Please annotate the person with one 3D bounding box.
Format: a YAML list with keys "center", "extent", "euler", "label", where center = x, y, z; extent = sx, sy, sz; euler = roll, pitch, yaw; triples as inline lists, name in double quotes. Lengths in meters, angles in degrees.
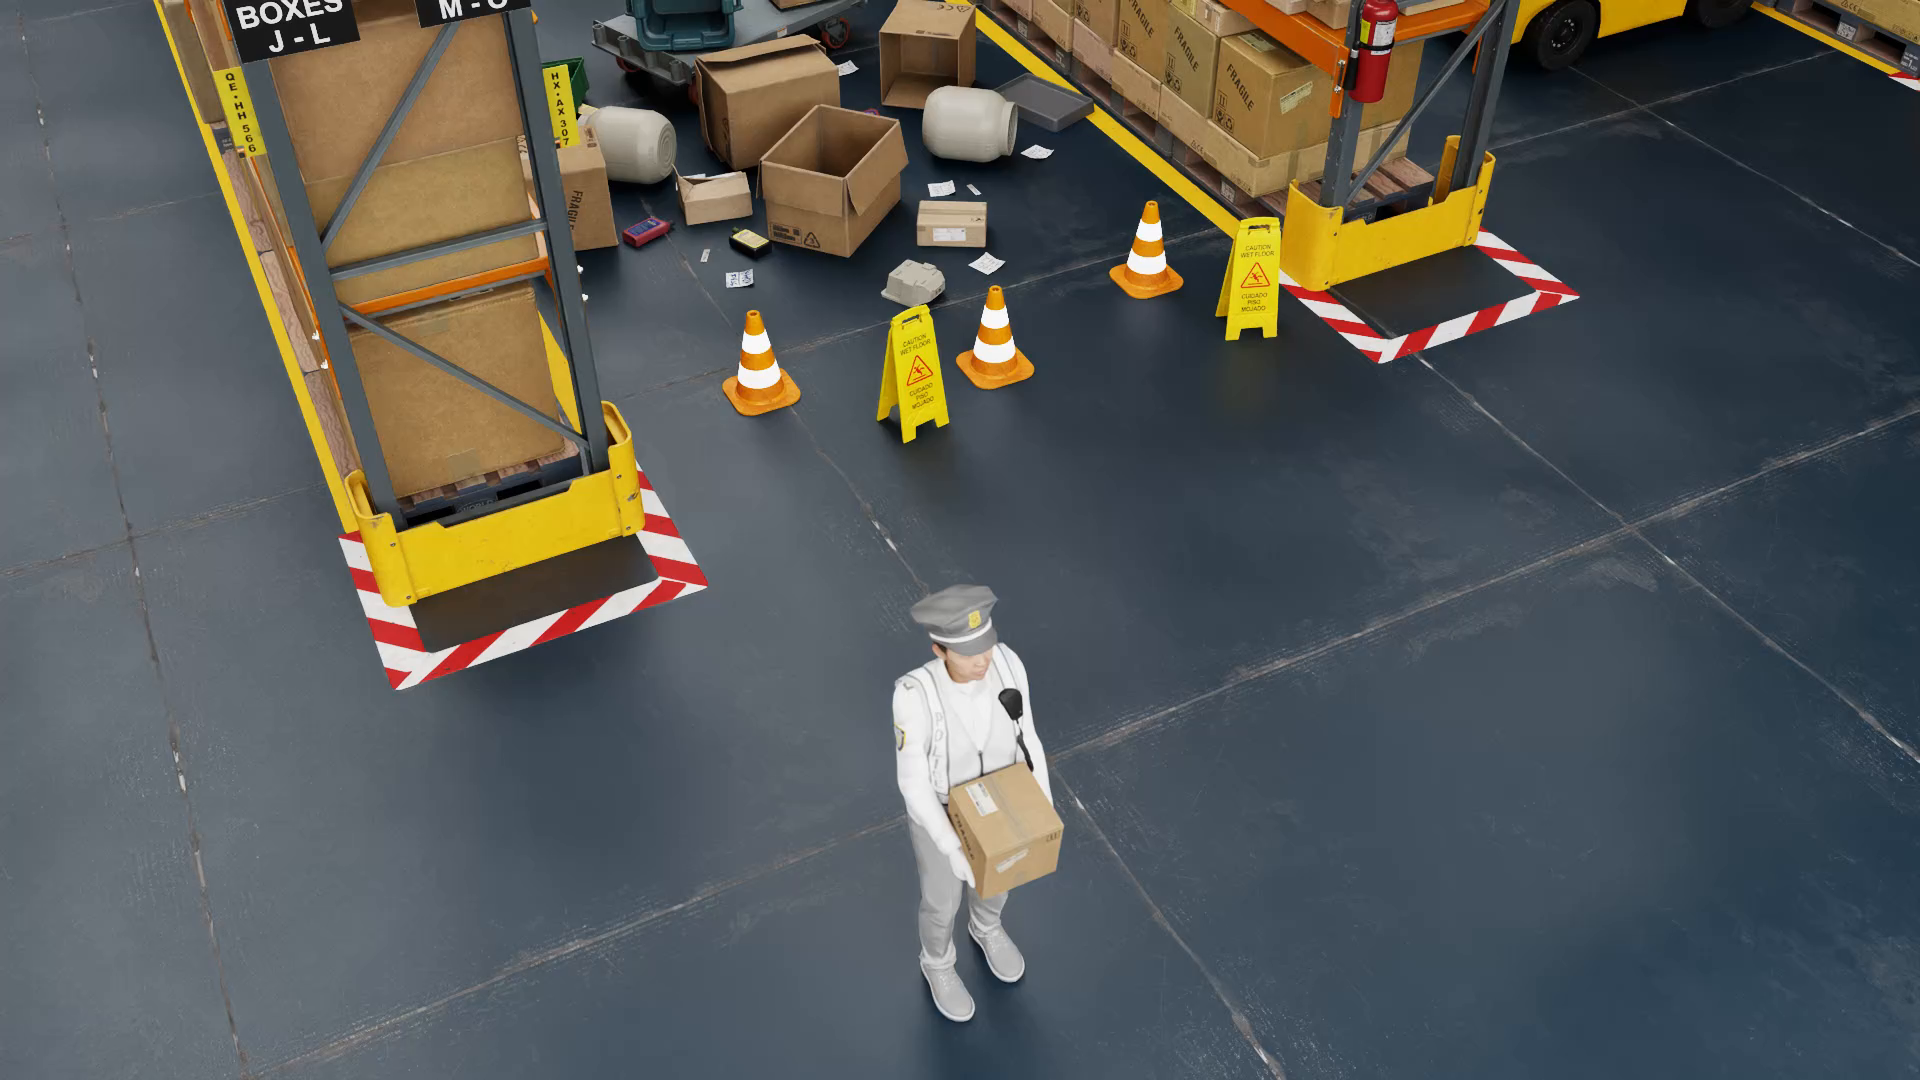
- center: [0.037, 0.866, 5.164]
  extent: [0.453, 1.687, 0.546]
  euler: [-18, 45, -19]
  label: "person"
